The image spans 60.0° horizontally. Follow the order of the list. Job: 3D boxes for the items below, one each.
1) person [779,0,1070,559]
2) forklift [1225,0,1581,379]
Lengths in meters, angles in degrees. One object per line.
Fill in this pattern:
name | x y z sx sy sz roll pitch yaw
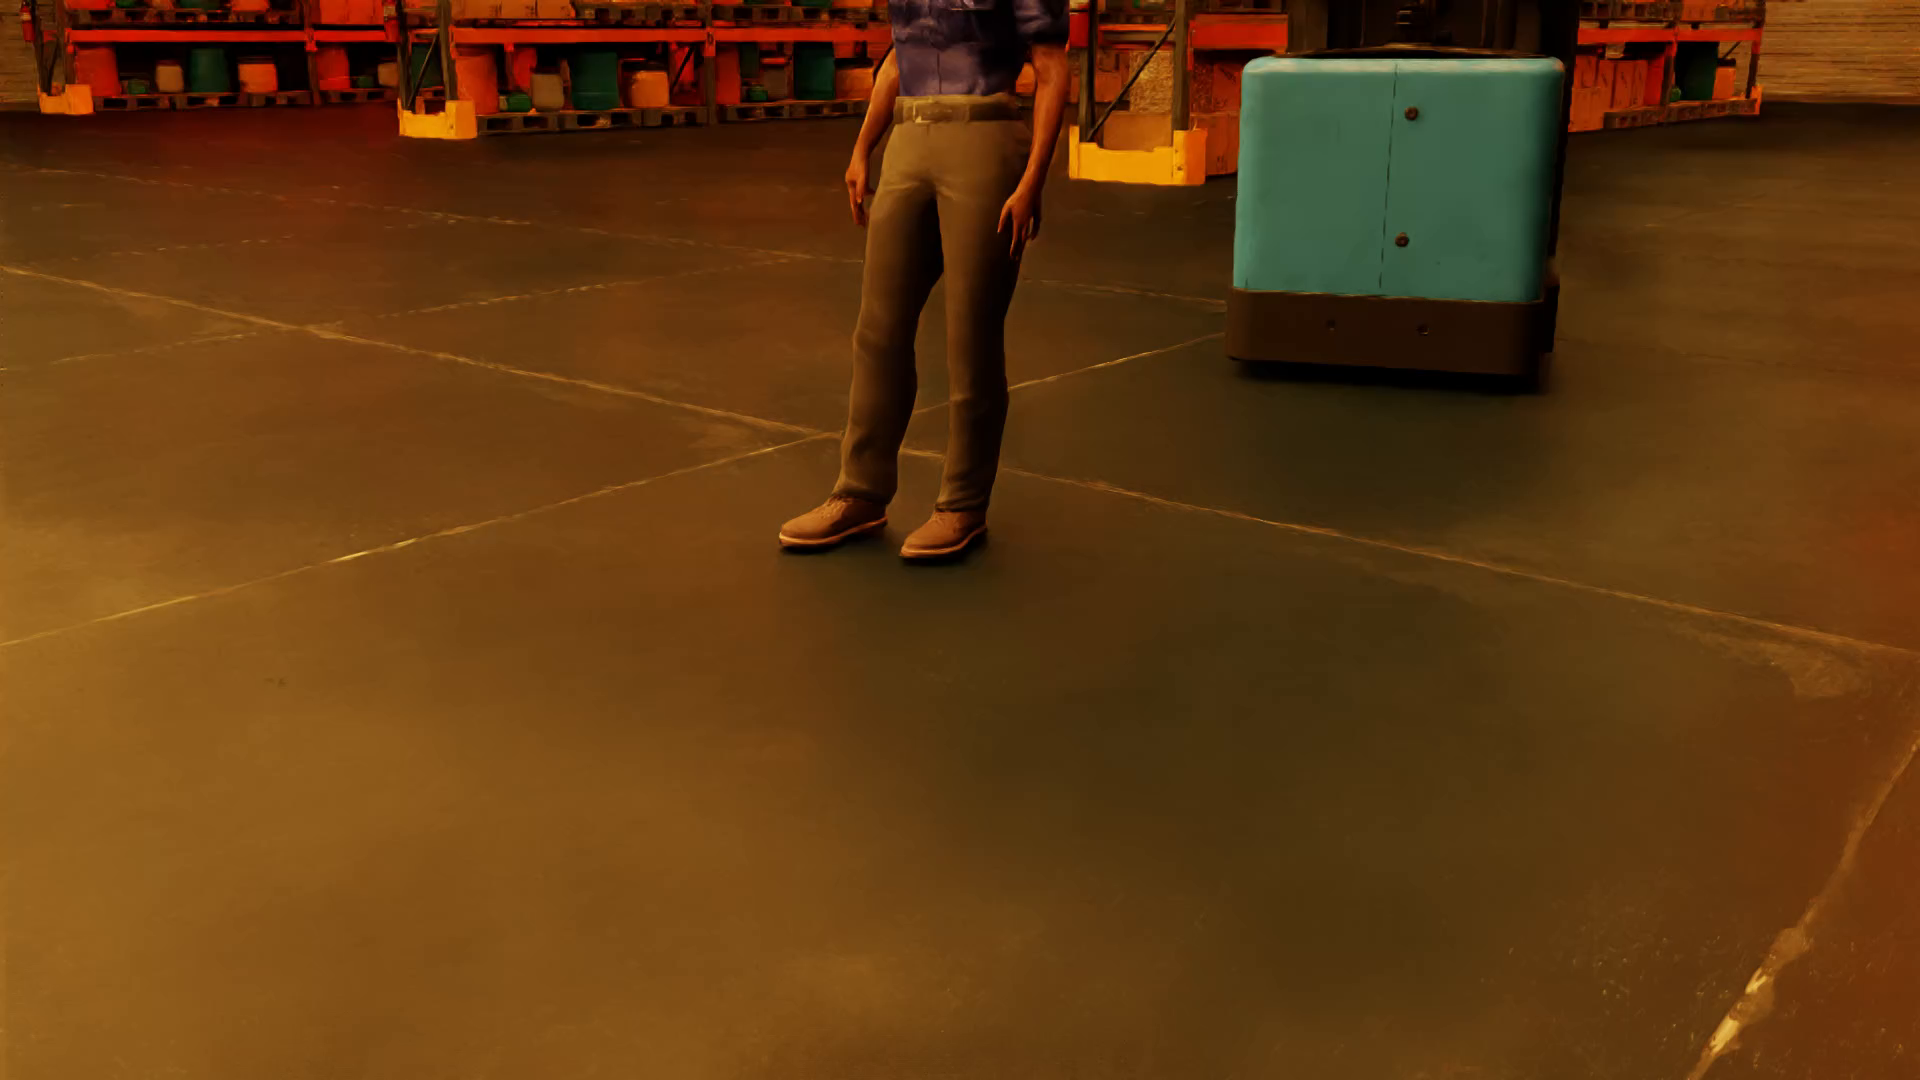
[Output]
person | -0.071 -0.777 3.648 0.570 1.642 0.503 13 21 37
forklift | 1.904 -2.332 6.578 1.130 2.935 3.031 6 18 19
